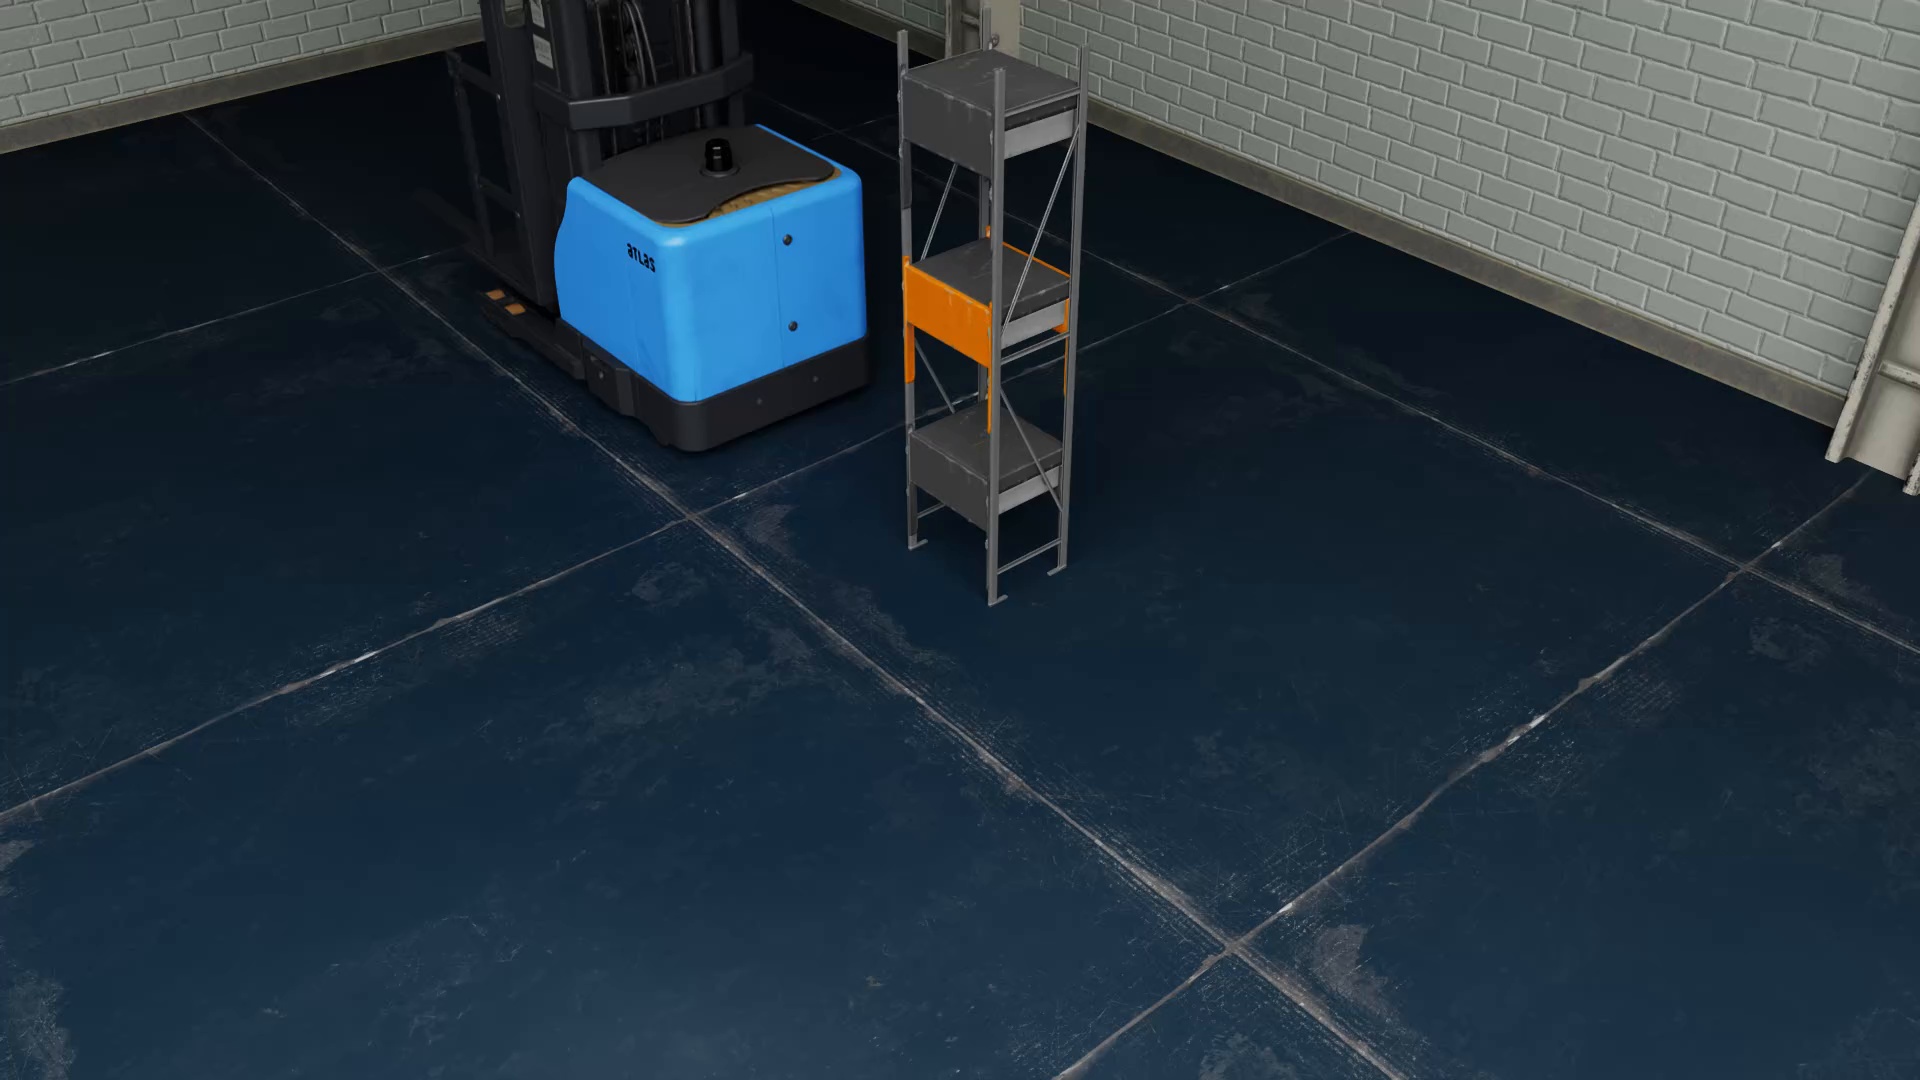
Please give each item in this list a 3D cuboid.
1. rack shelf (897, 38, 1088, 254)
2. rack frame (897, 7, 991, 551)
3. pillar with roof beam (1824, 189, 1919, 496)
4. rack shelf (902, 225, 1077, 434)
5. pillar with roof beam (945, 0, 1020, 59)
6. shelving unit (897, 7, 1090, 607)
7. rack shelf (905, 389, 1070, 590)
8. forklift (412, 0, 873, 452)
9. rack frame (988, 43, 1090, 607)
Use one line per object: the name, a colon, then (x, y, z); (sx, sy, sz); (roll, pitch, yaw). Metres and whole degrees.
rack shelf: (0.107, -1.344, 5.643); (0.431, 0.518, 0.480); (-26, 43, -32)
rack frame: (-0.051, -0.892, 6.192); (0.400, 2.100, 0.015); (-26, 43, -32)
pillar with roof beam: (0.726, -2.396, 2.347); (9.100, 9.000, 0.400); (-26, 43, -32)
rack shelf: (0.107, -0.773, 6.048); (0.431, 0.518, 0.480); (-26, 43, -32)
pillar with roof beam: (-3.146, -5.045, 6.087); (9.100, 9.000, 0.400); (-26, 43, -32)
shelving unit: (0.107, -0.784, 6.040); (0.431, 2.100, 0.503); (-26, 43, -32)
rack shelf: (0.107, -0.201, 6.452); (0.431, 0.518, 0.480); (-26, 43, -32)
forklift: (-1.740, -2.355, 7.540); (1.130, 2.935, 3.031); (-26, 43, -32)
rack frame: (0.264, -0.676, 5.888); (0.400, 2.100, 0.015); (-26, 43, -32)
